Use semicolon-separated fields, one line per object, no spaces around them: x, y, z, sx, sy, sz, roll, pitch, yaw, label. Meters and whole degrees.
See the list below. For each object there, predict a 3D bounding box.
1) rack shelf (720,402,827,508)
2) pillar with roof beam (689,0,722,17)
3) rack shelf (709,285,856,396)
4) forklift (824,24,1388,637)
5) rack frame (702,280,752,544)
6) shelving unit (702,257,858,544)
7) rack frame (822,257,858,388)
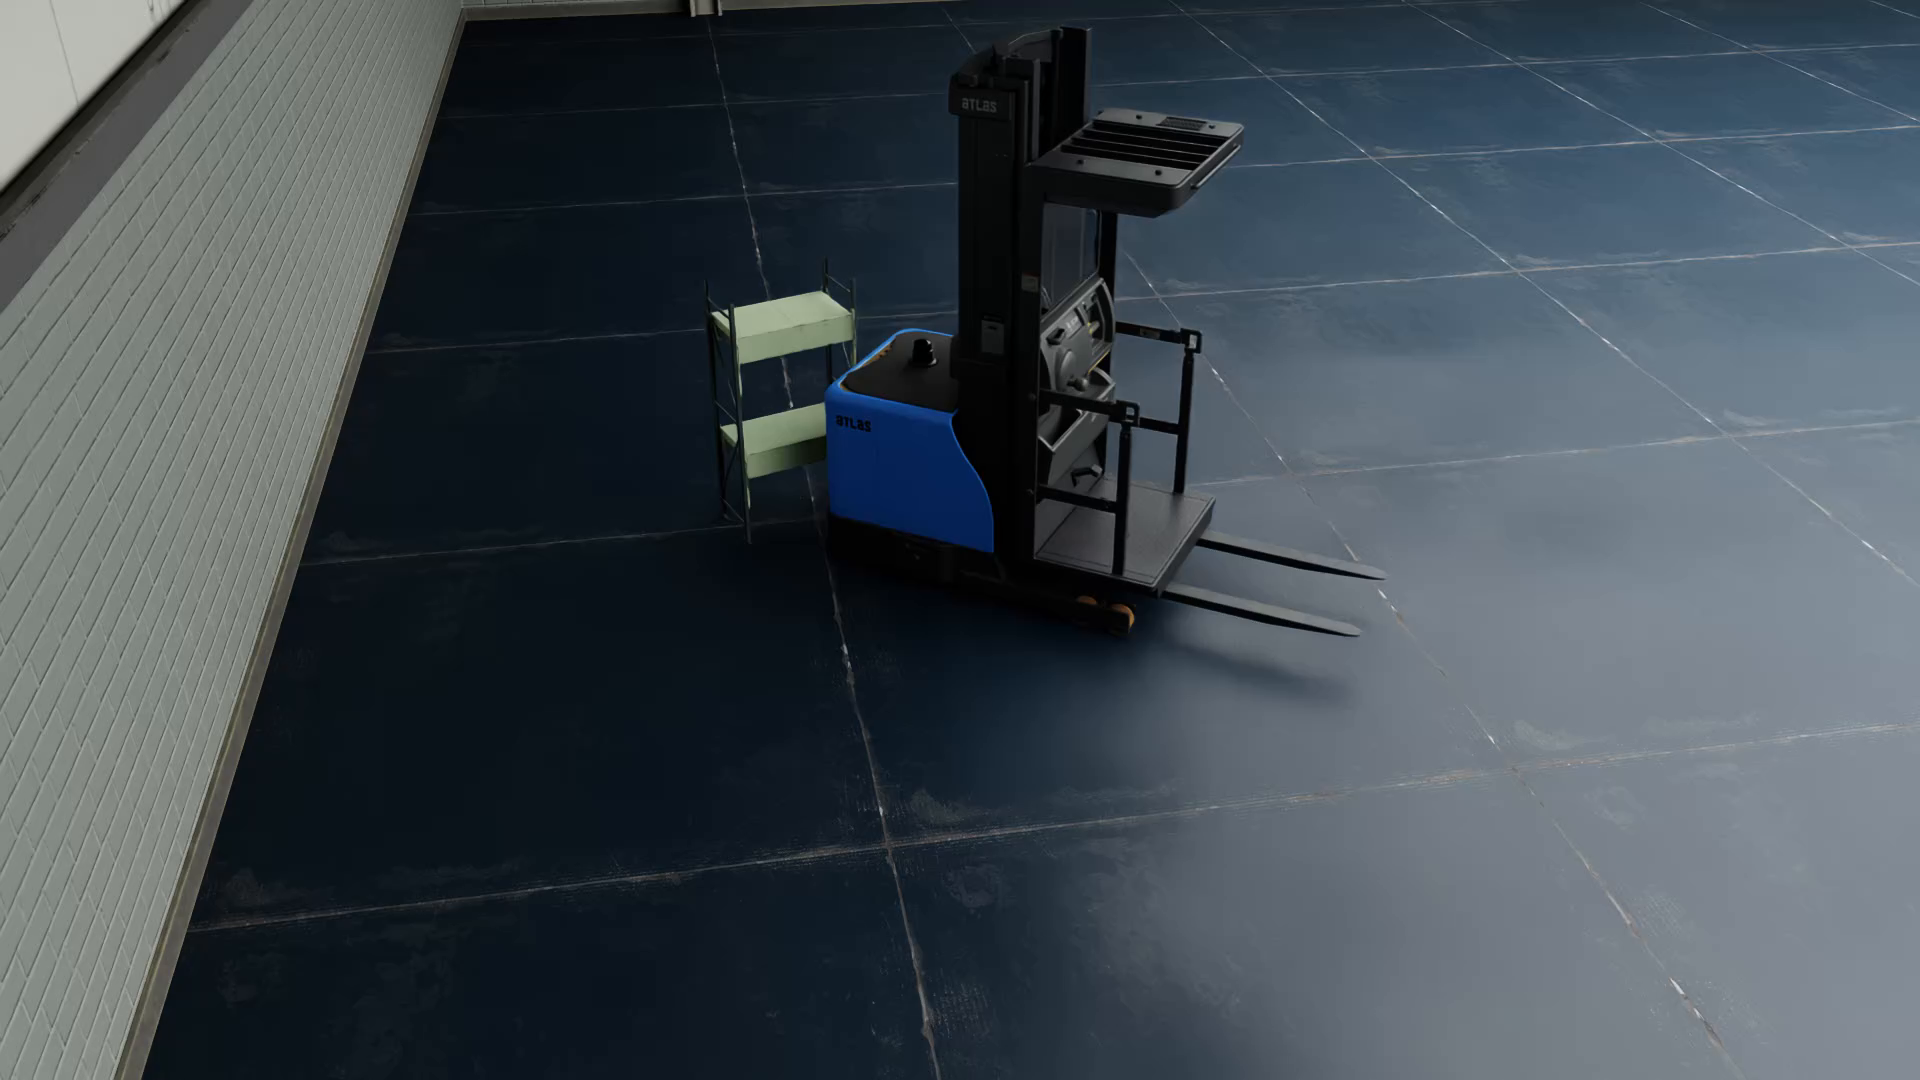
-1.007;-0.521;9.800;0.720;0.370;0.431;-16;34;-25;rack shelf
-2.456;-8.433;15.214;0.400;9.000;9.100;-5;31;-9;pillar with roof beam
-1.007;-1.139;9.437;0.720;0.370;0.431;-16;34;-25;rack shelf
0.804;-1.061;8.663;3.031;2.935;1.130;13;33;21;forklift
-1.326;-0.711;9.480;0.023;1.500;0.400;-16;34;-25;rack frame
-1.007;-0.802;9.635;0.755;1.500;0.431;-16;34;-25;shelving unit
-0.688;-0.893;9.789;0.023;1.500;0.400;-16;34;-25;rack frame
